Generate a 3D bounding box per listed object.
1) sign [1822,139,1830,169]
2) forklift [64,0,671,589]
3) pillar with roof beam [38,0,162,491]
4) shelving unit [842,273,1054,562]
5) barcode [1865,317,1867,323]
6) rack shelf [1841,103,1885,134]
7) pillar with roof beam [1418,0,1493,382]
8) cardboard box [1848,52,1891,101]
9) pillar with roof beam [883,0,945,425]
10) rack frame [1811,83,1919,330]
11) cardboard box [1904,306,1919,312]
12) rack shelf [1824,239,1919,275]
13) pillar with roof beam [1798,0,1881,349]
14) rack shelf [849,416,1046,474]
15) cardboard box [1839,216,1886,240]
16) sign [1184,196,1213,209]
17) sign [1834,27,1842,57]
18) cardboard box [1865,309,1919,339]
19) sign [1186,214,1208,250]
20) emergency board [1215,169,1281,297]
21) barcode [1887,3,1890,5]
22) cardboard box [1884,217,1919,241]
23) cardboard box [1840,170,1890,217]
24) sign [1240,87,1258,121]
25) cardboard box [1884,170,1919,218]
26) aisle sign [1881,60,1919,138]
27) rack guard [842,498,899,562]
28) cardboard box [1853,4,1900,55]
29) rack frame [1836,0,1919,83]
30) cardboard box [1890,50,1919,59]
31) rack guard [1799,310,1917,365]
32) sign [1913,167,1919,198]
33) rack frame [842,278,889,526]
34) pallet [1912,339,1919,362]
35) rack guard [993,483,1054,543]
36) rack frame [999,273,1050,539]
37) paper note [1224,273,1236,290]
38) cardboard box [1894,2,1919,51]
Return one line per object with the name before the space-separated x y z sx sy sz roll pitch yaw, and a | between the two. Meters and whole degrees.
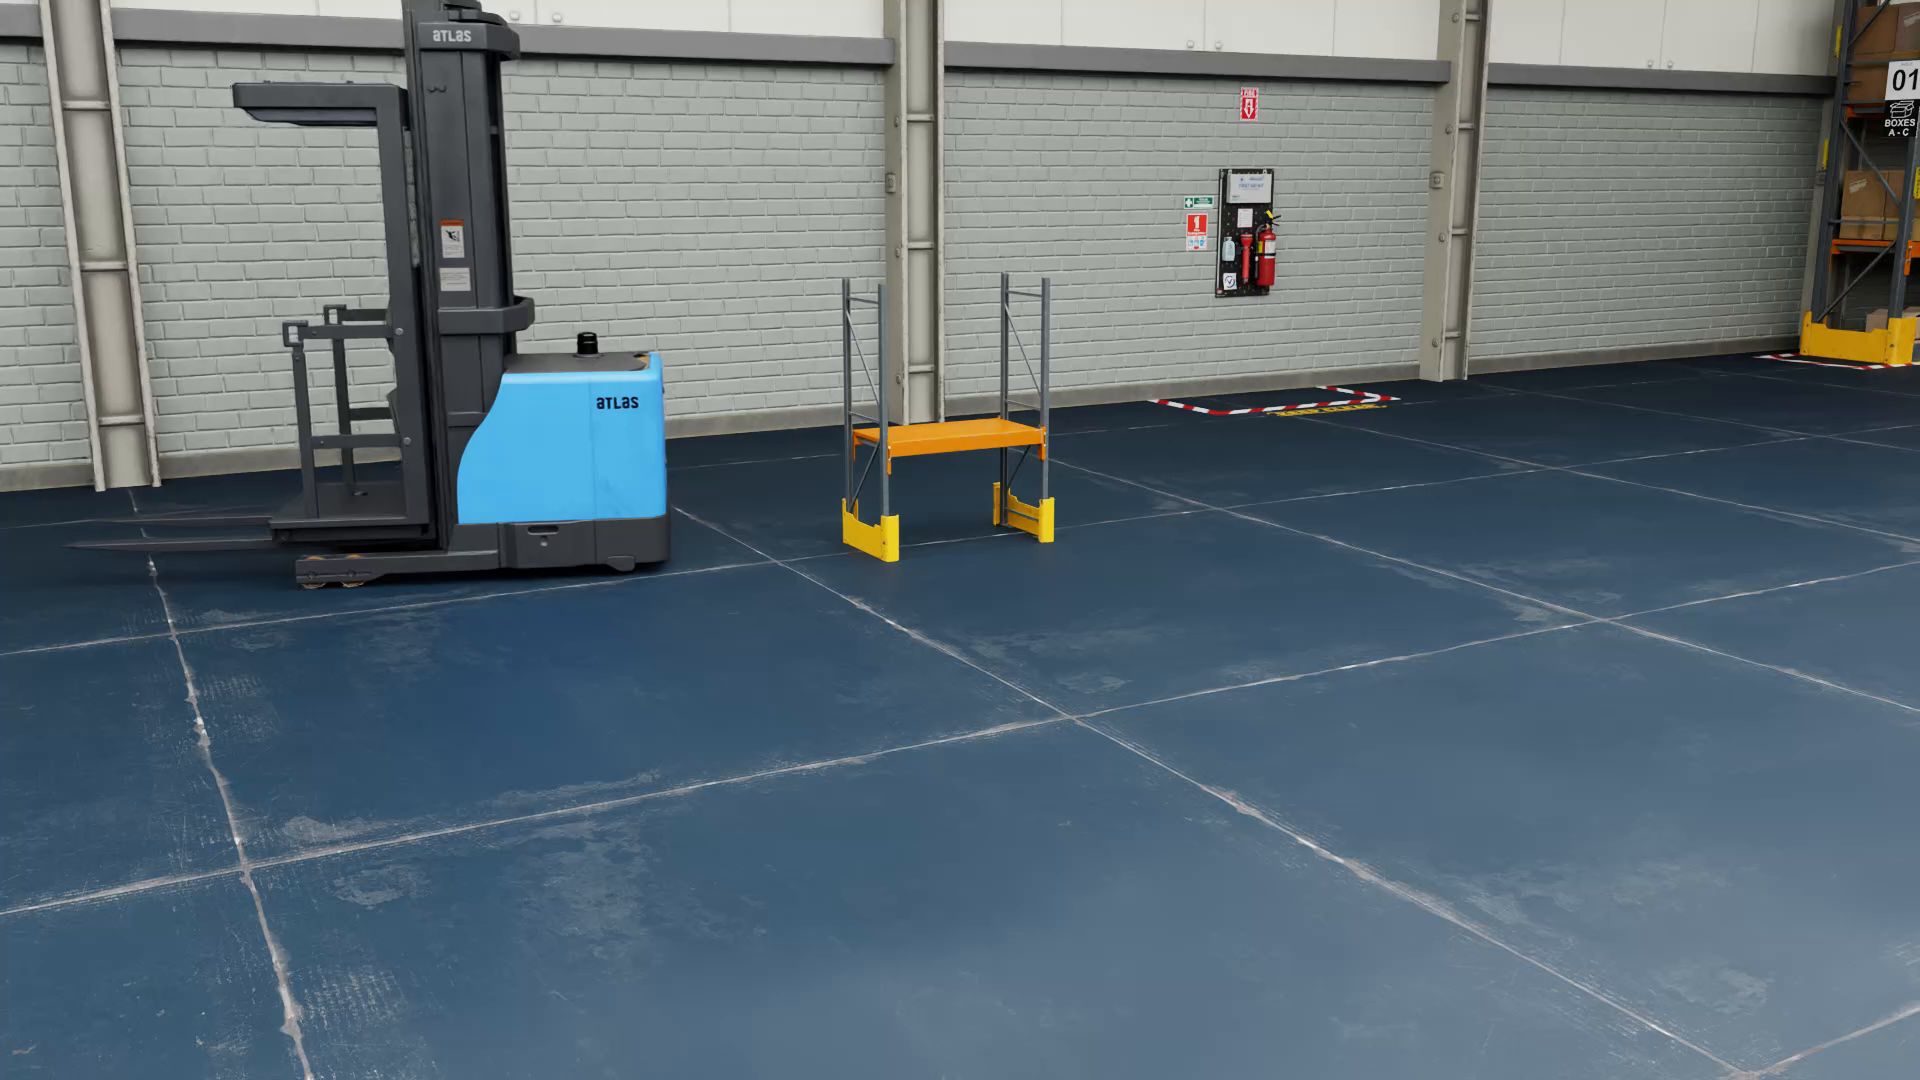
sign | 9.712 -4.318 18.607 0.005 0.325 0.100 -7 14 -28
forklift | -3.112 -1.305 8.733 3.031 2.935 1.130 -2 13 -9
pillar with roof beam | -3.576 -3.934 6.593 0.400 9.000 9.100 -7 14 -28
shelving unit | -0.067 -0.724 9.409 1.083 1.500 0.587 -7 14 -28
barcode | 10.435 -2.532 19.128 0.075 0.075 0.001 -7 14 -28
rack shelf | 11.716 -4.813 18.969 4.000 0.370 1.077 -7 14 -28
pillar with roof beam | 6.957 -5.196 12.203 0.400 9.000 9.100 -7 14 -28
cardboard box | 10.205 -5.105 18.354 0.500 0.500 0.500 -6 14 -24
pillar with roof beam | 1.690 -4.565 9.398 0.400 9.000 9.100 -7 14 -28
rack frame | 9.960 -3.490 18.284 0.127 3.000 1.000 -7 14 -28
cardboard box | 11.111 -2.508 19.044 0.500 0.311 0.500 -6 14 -23
rack shelf | 11.716 -3.349 19.298 4.000 0.370 1.077 -7 14 -28
pillar with roof beam | 12.223 -5.827 15.007 0.400 9.000 9.100 -7 14 -28
rack shelf | -0.075 -0.547 9.444 1.000 0.185 0.538 -7 14 -28
cardboard box | 10.278 -3.513 18.683 0.500 0.250 0.500 -7 14 -27
sign | 2.180 -3.083 15.187 0.331 0.109 0.001 -7 14 -28
sign | 9.712 -5.494 18.343 0.005 0.325 0.100 -7 14 -28
cardboard box | 10.611 -2.448 18.778 0.500 0.311 0.500 -9 15 -34
sign | 2.172 -2.826 15.251 0.234 0.329 0.001 -7 14 -28
emergency board | 2.707 -2.846 15.425 0.643 1.169 0.194 -7 14 -28
barcode | 10.344 -5.954 18.529 0.075 0.075 0.001 -7 14 -28
cardboard box | 10.541 -3.417 18.255 0.500 0.250 0.500 -7 15 -29
cardboard box | 10.272 -3.883 18.619 0.500 0.500 0.500 -7 14 -28
sign | 2.652 -3.996 15.252 0.199 0.298 0.001 -7 14 -28
cardboard box | 10.523 -3.785 18.182 0.500 0.500 0.500 -7 14 -28
aisle sign | 10.041 -4.693 17.708 0.004 0.787 0.394 -7 14 -28
rack guard | -0.504 -0.062 9.313 0.087 0.250 0.587 -7 14 -28
cardboard box | 10.214 -5.595 18.258 0.500 0.500 0.500 -6 14 -25
rack frame | 9.960 -6.417 17.626 0.127 3.000 1.000 -7 14 -28
cardboard box | 10.374 -4.999 17.884 0.500 0.500 0.500 -6 14 -26
rack guard | 10.027 -2.278 18.594 0.348 0.500 1.175 -7 14 -28
sign | 10.221 -3.808 17.725 0.005 0.325 0.100 -7 14 -28
rack frame | -0.521 -0.669 9.167 0.032 1.500 0.500 -7 14 -28
pallet | 10.757 -2.216 18.976 1.213 0.211 1.003 -7 14 -28
rack guard | 0.370 -0.166 9.779 0.087 0.250 0.587 -7 14 -28
rack frame | 0.371 -0.776 9.642 0.032 1.500 0.500 -7 14 -28
paper note | 2.518 -2.411 15.498 0.142 0.148 0.016 -7 14 -28
cardboard box | 10.415 -5.493 17.804 0.500 0.500 0.500 -8 15 -32
